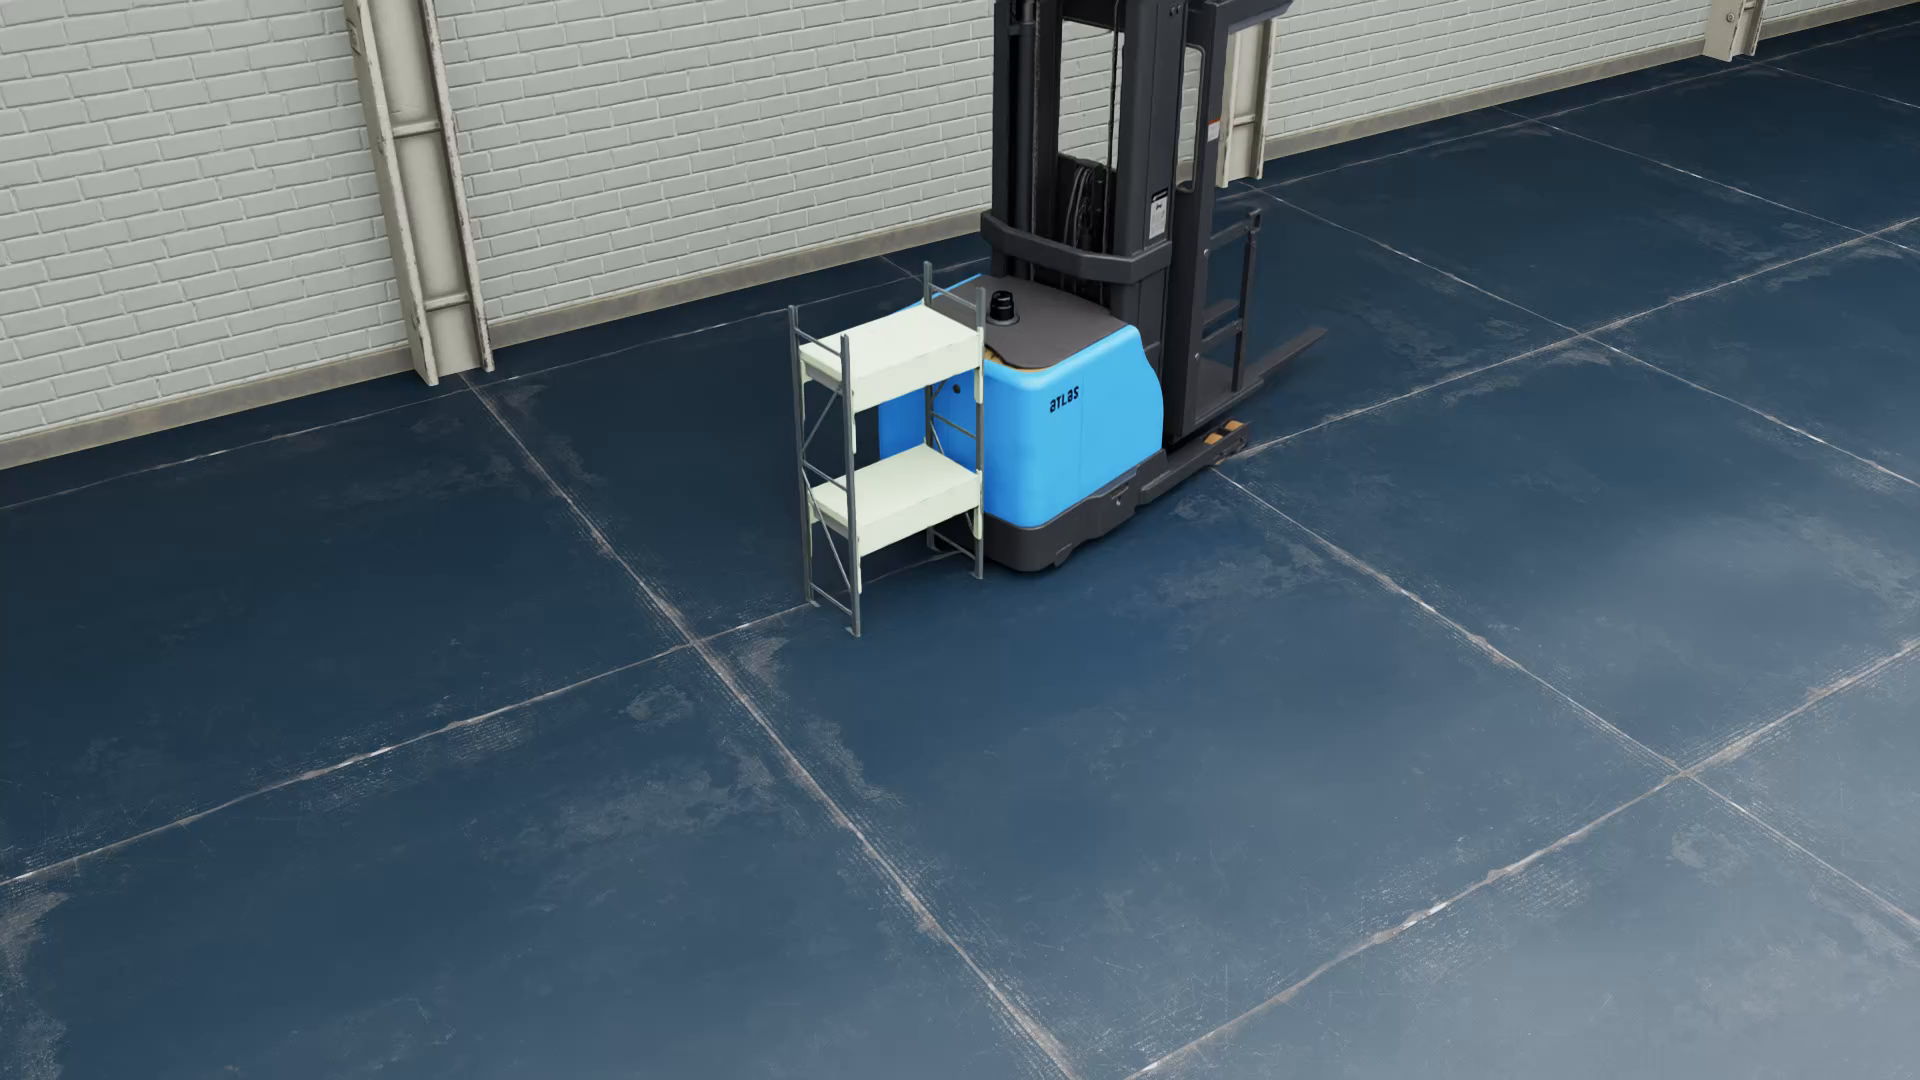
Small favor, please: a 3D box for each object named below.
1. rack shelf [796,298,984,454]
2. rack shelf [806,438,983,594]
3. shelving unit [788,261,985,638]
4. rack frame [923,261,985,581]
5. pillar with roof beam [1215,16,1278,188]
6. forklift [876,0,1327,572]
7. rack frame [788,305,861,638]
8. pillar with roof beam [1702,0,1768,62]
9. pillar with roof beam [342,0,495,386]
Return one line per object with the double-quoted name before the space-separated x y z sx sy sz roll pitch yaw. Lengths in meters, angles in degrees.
"rack shelf" -0.307 -0.728 7.268 0.720 0.370 0.431 -24 40 -33
"rack shelf" -0.307 -0.123 7.650 0.720 0.370 0.431 -24 40 -33
"shelving unit" -0.307 -0.398 7.476 0.755 1.500 0.431 -24 40 -33
"rack frame" -0.027 -0.524 7.675 0.023 1.500 0.400 -24 40 -33
"pillar with roof beam" 4.375 -4.629 7.154 0.400 9.000 9.100 -19 37 -27
"forklift" 0.925 -1.798 8.354 1.130 2.935 3.031 25 40 34
"rack frame" -0.587 -0.273 7.276 0.023 1.500 0.400 -24 40 -33
"pillar with roof beam" 9.418 -6.364 9.904 0.400 9.000 9.100 -19 37 -27
"pillar with roof beam" -0.669 -2.895 4.405 0.400 9.000 9.100 -19 37 -27
